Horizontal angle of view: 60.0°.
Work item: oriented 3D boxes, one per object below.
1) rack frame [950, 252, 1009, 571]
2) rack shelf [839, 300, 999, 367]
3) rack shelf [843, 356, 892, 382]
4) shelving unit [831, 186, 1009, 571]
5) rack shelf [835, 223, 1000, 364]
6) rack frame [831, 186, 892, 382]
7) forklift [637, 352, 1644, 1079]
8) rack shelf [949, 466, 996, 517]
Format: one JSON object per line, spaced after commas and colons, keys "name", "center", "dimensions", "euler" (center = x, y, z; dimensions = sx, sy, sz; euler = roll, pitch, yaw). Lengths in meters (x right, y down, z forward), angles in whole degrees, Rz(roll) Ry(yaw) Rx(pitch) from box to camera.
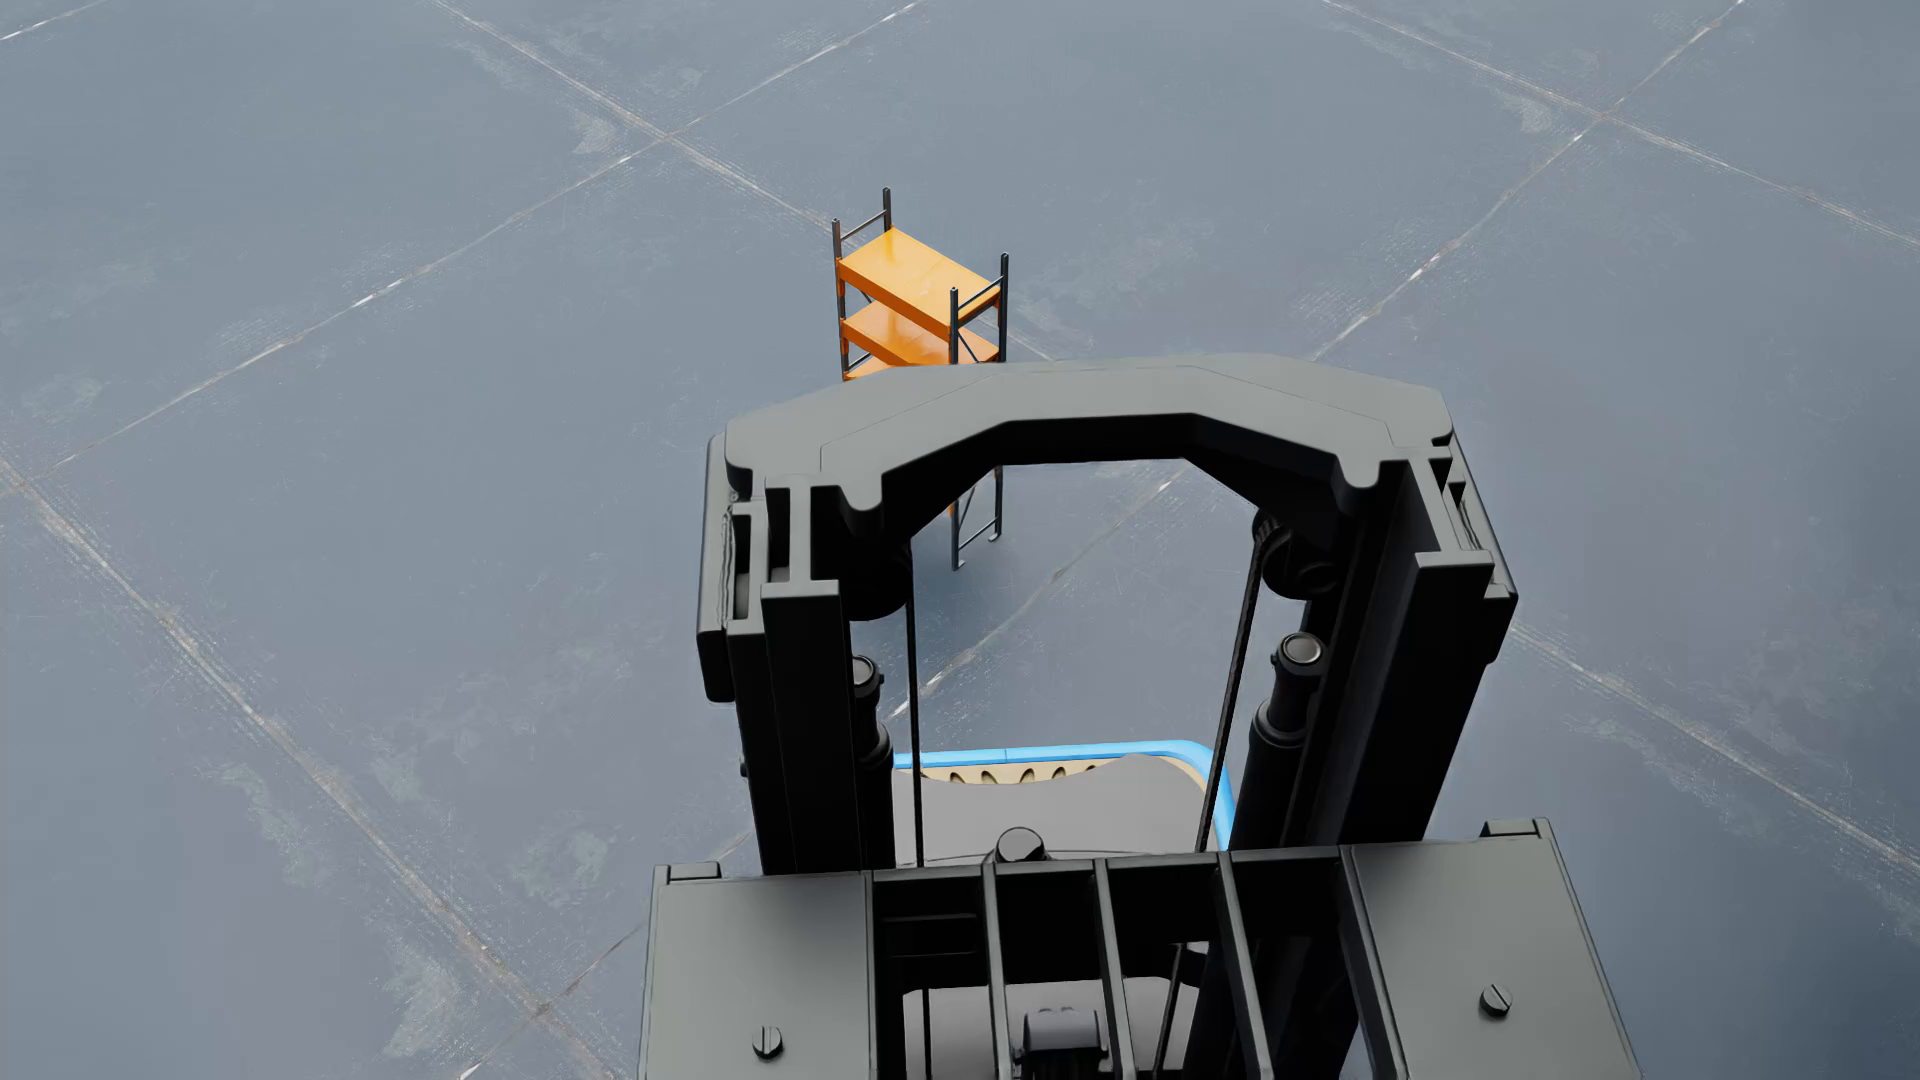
{"name": "rack frame", "center": [0.058, -0.372, 5.276], "dimensions": [0.015, 1.200, 0.240], "euler": [34, 55, 28]}
{"name": "rack shelf", "center": [-0.122, -0.600, 5.275], "dimensions": [0.480, 0.148, 0.258], "euler": [34, 55, 28]}
{"name": "rack shelf", "center": [-0.122, -0.446, 5.438], "dimensions": [0.480, 0.148, 0.258], "euler": [34, 55, 28]}
{"name": "shelving unit", "center": [-0.122, -0.493, 5.389], "dimensions": [0.503, 1.200, 0.258], "euler": [34, 55, 28]}
{"name": "rack shelf", "center": [-0.122, -0.762, 5.103], "dimensions": [0.480, 0.148, 0.258], "euler": [34, 55, 28]}
{"name": "rack frame", "center": [-0.301, -0.613, 5.503], "dimensions": [0.015, 1.200, 0.240], "euler": [34, 55, 28]}
{"name": "forklift", "center": [0.195, 1.287, 2.531], "dimensions": [1.130, 2.935, 3.031], "euler": [-3, 47, -2]}
{"name": "rack shelf", "center": [-0.122, -0.311, 5.583], "dimensions": [0.480, 0.148, 0.258], "euler": [34, 55, 28]}
